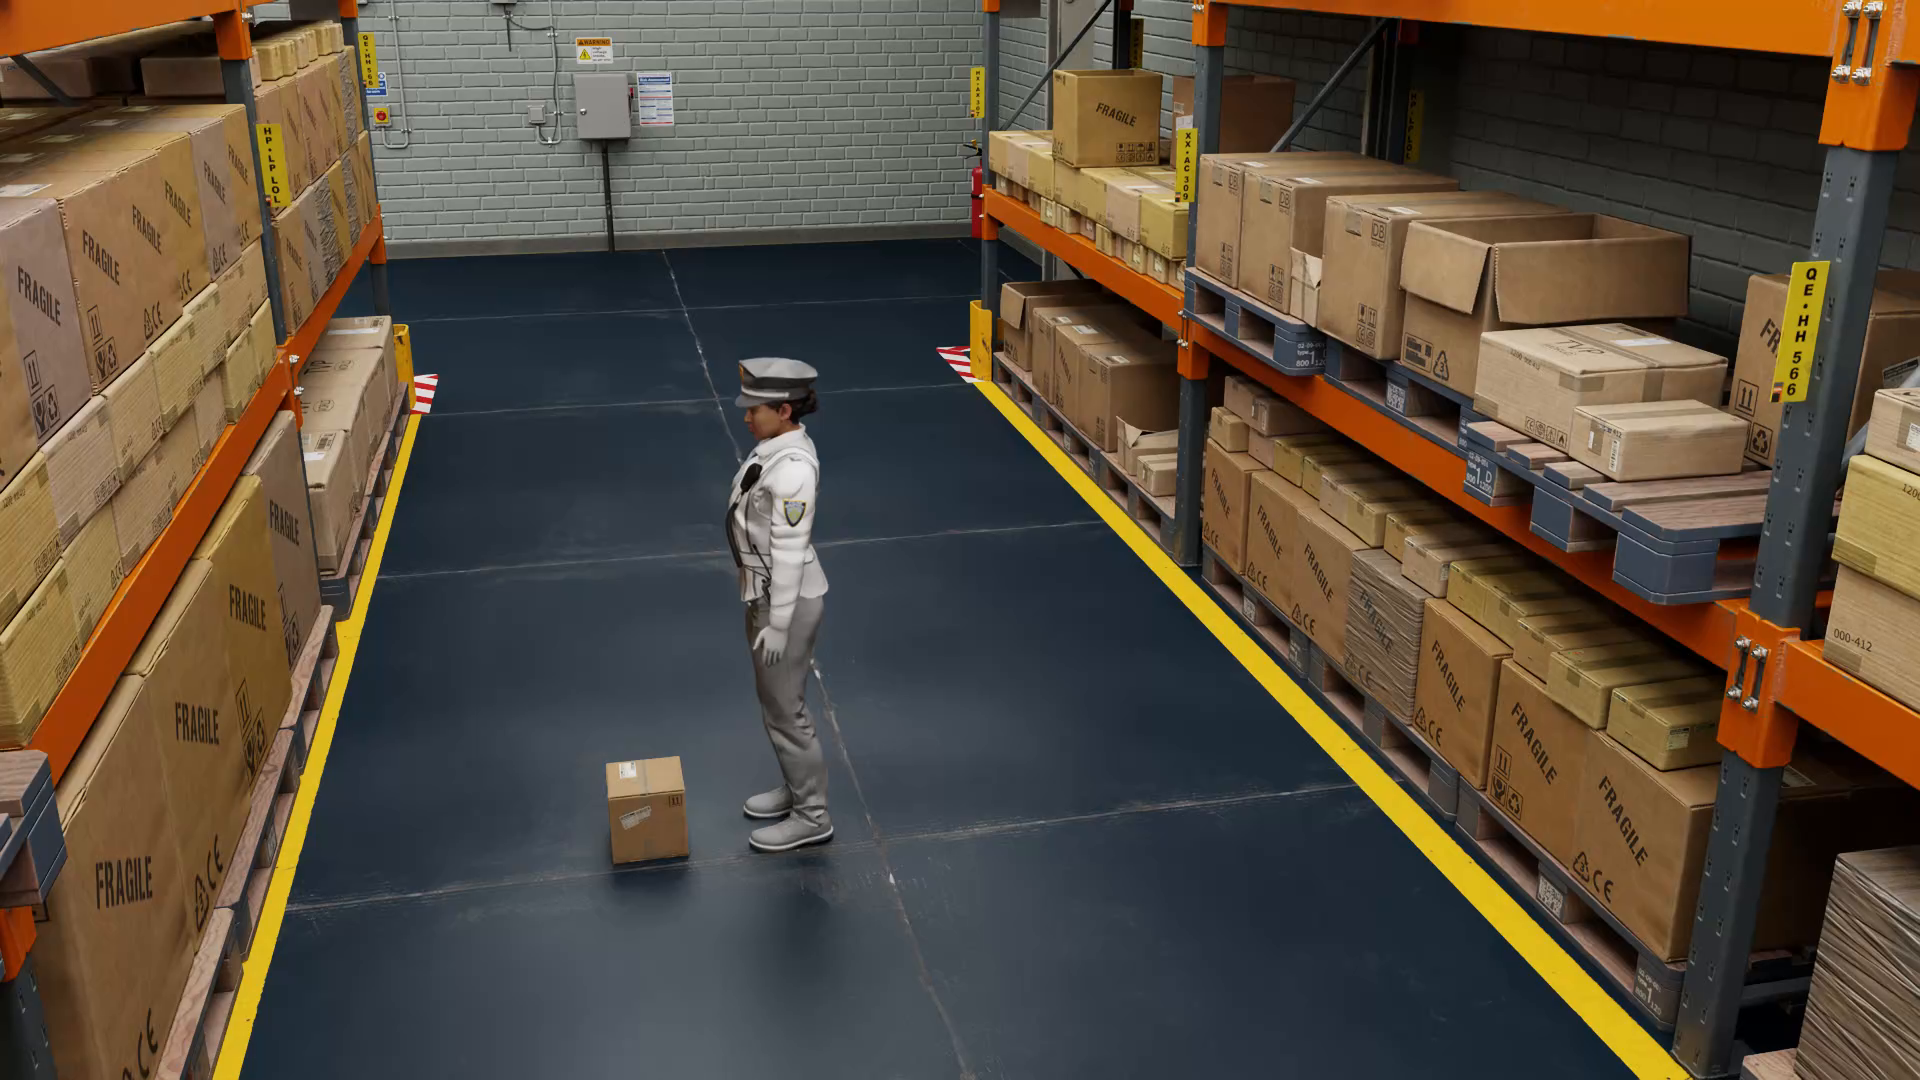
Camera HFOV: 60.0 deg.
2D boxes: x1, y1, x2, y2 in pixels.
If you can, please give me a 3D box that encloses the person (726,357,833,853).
[{"bbox_3d":[-0.598,0.219,5.469,0.329,1.664,0.468,-4,20,-11],"label":"person"}]
